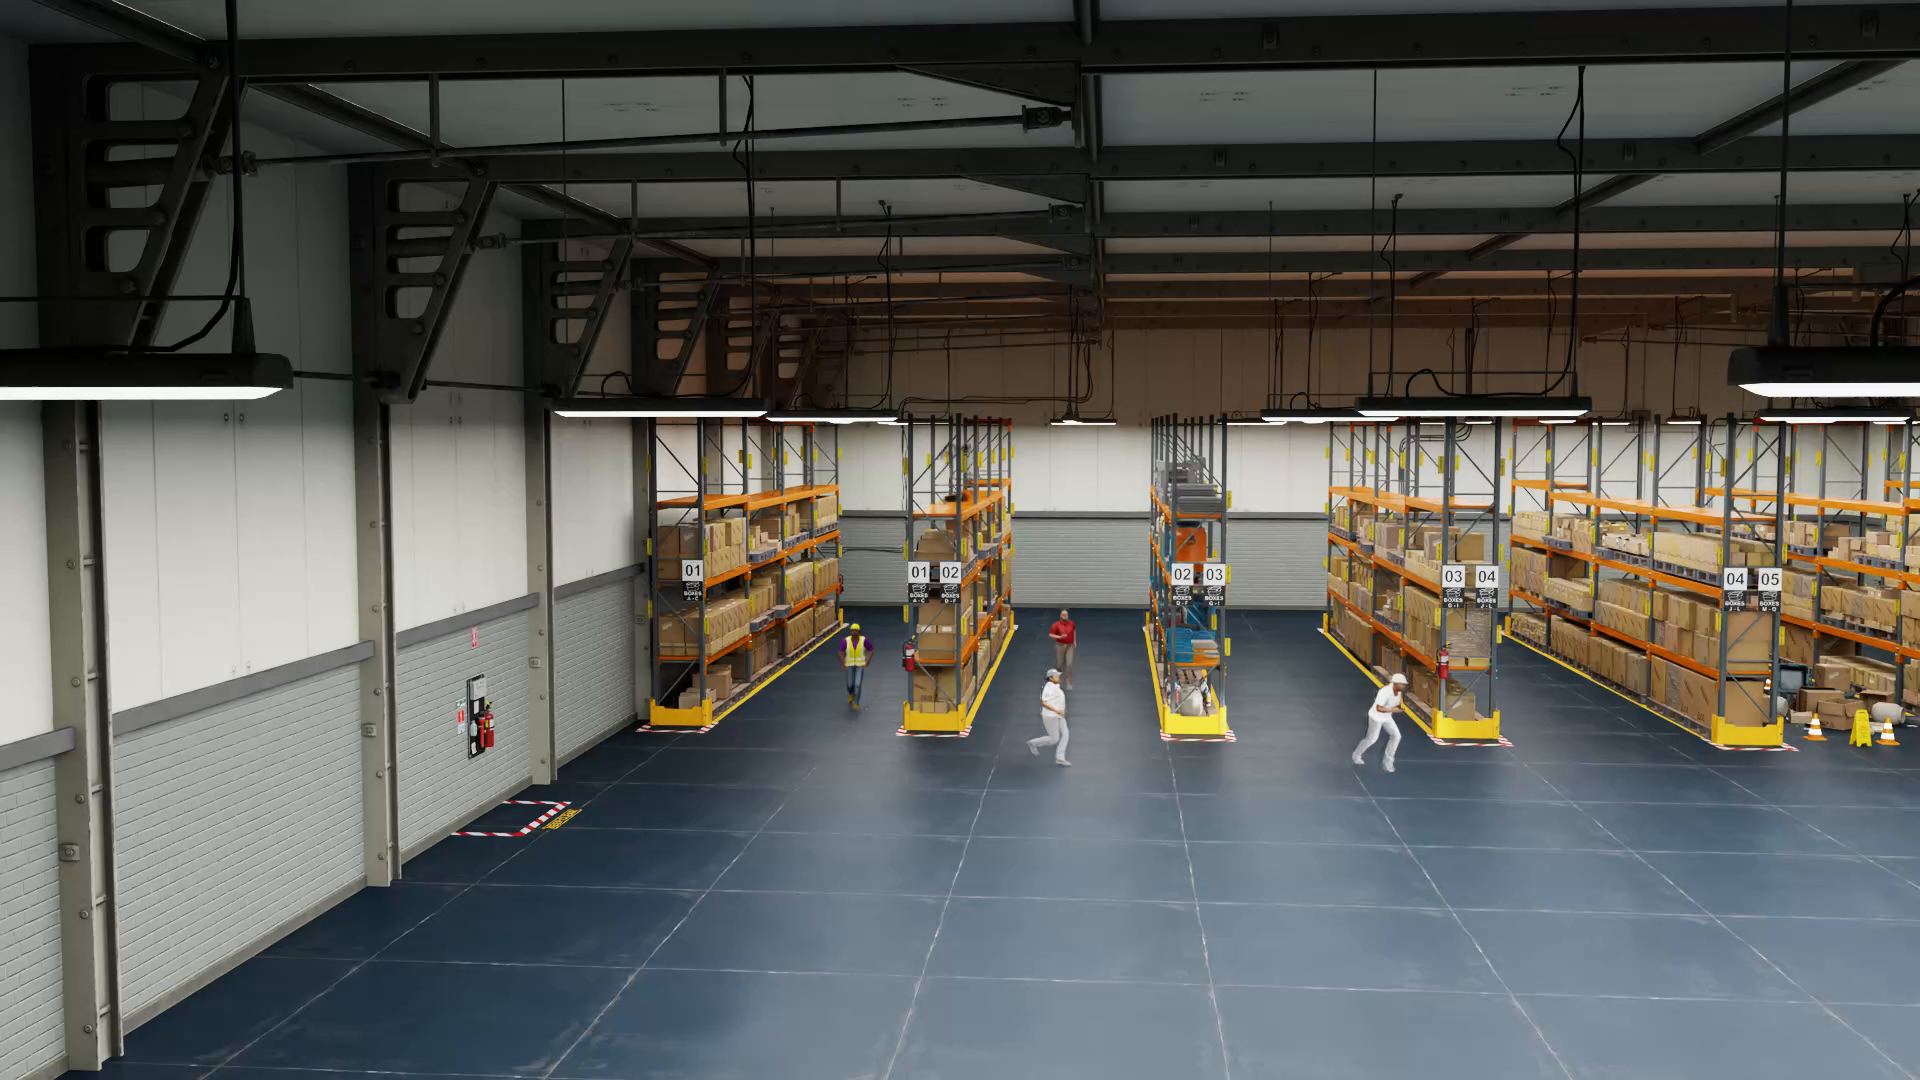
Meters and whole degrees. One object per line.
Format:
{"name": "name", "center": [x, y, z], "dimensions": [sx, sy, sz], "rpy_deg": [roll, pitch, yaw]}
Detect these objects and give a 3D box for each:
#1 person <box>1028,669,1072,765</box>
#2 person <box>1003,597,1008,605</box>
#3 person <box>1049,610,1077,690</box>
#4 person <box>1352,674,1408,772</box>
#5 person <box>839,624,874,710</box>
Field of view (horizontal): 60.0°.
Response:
{"name": "person", "center": [1.547, 3.011, 28.335], "dimensions": [0.754, 1.647, 0.611], "rpy_deg": [2, 4, 23]}
{"name": "person", "center": [1.185, 1.615, 49.146], "dimensions": [0.511, 1.578, 0.644], "rpy_deg": [-4, 5, -43]}
{"name": "person", "center": [2.266, 2.391, 36.513], "dimensions": [0.680, 1.712, 0.926], "rpy_deg": [-1, 4, -15]}
{"name": "person", "center": [7.041, 3.048, 27.845], "dimensions": [1.009, 1.704, 0.745], "rpy_deg": [4, 5, 44]}
{"name": "person", "center": [-2.124, 2.573, 34.020], "dimensions": [0.723, 1.743, 0.596], "rpy_deg": [0, 4, -1]}
